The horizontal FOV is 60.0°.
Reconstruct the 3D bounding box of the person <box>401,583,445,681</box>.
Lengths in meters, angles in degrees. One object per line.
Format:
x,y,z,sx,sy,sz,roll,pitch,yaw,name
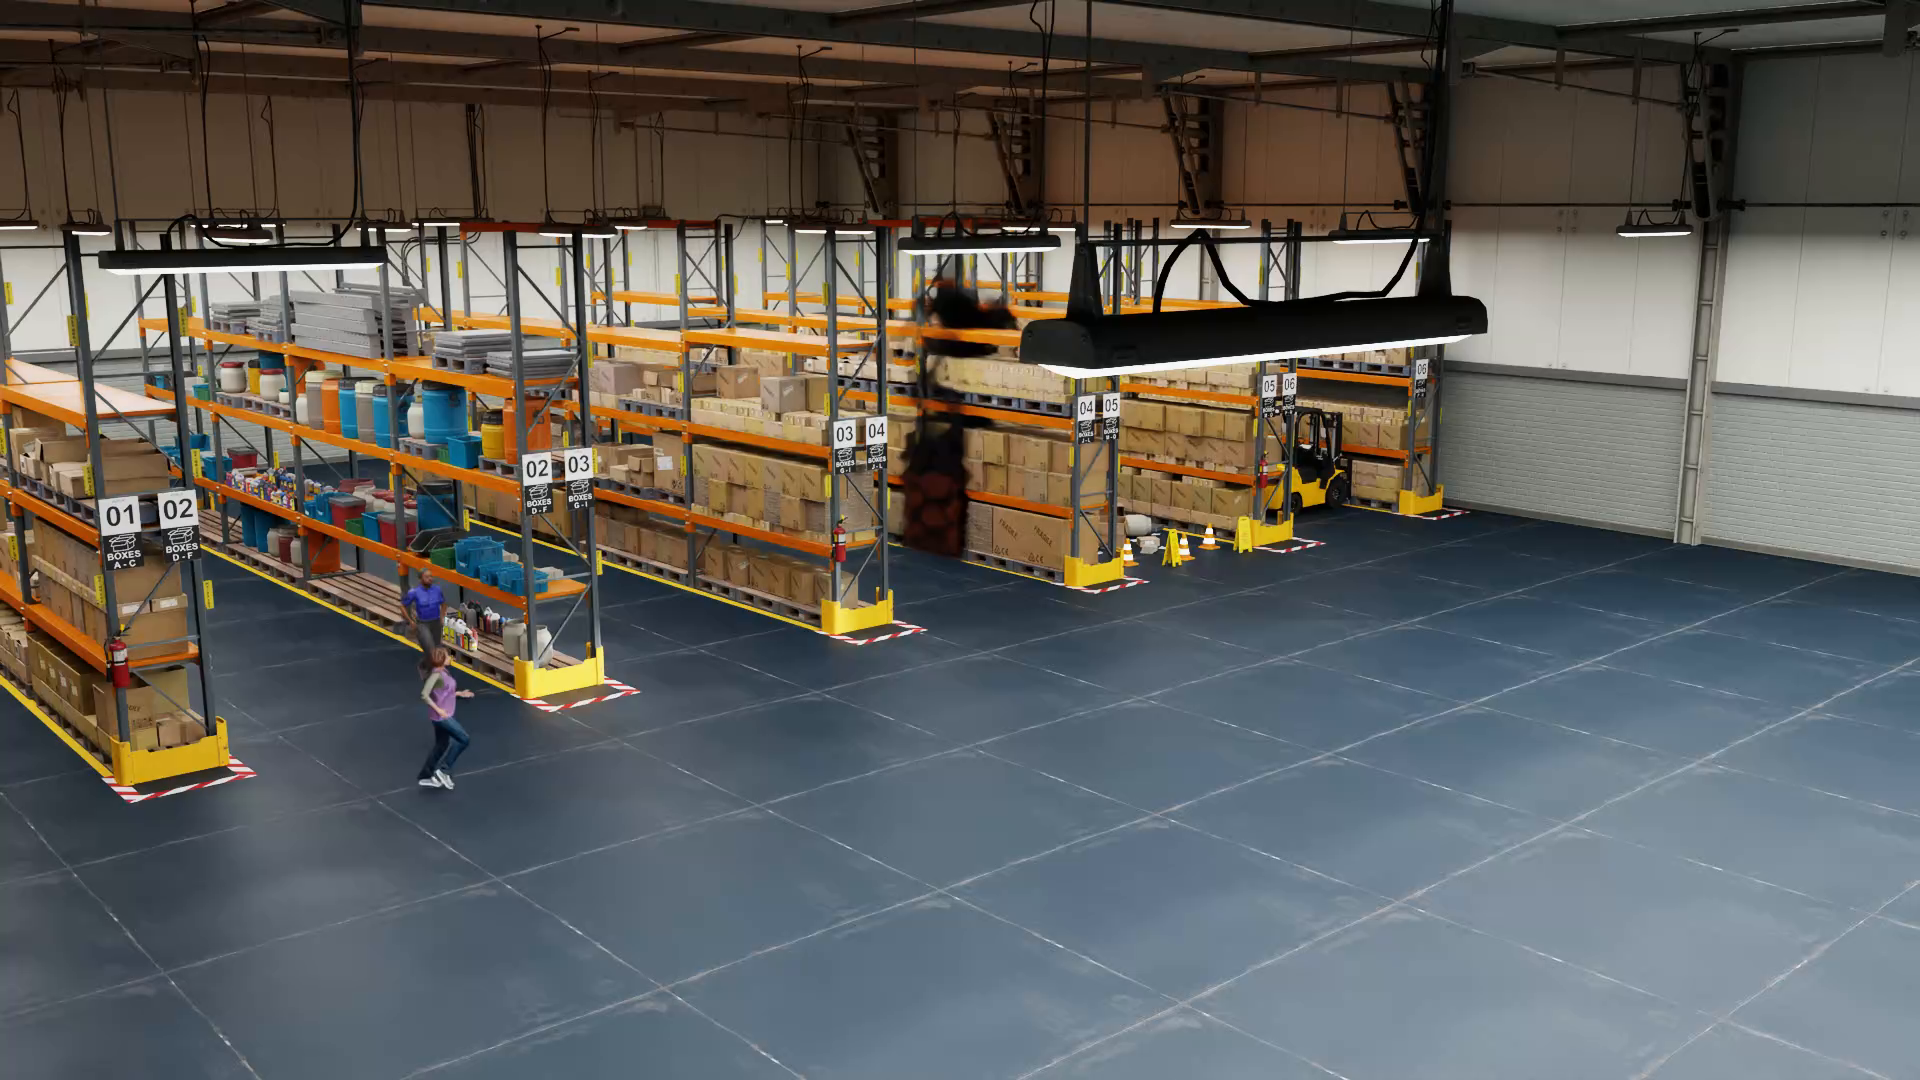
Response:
-7.033,1.264,21.941,0.770,1.446,0.555,11,15,42,person

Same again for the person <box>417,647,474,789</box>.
-5.642,1.948,18.203,0.652,1.583,0.512,-3,12,-17,person
